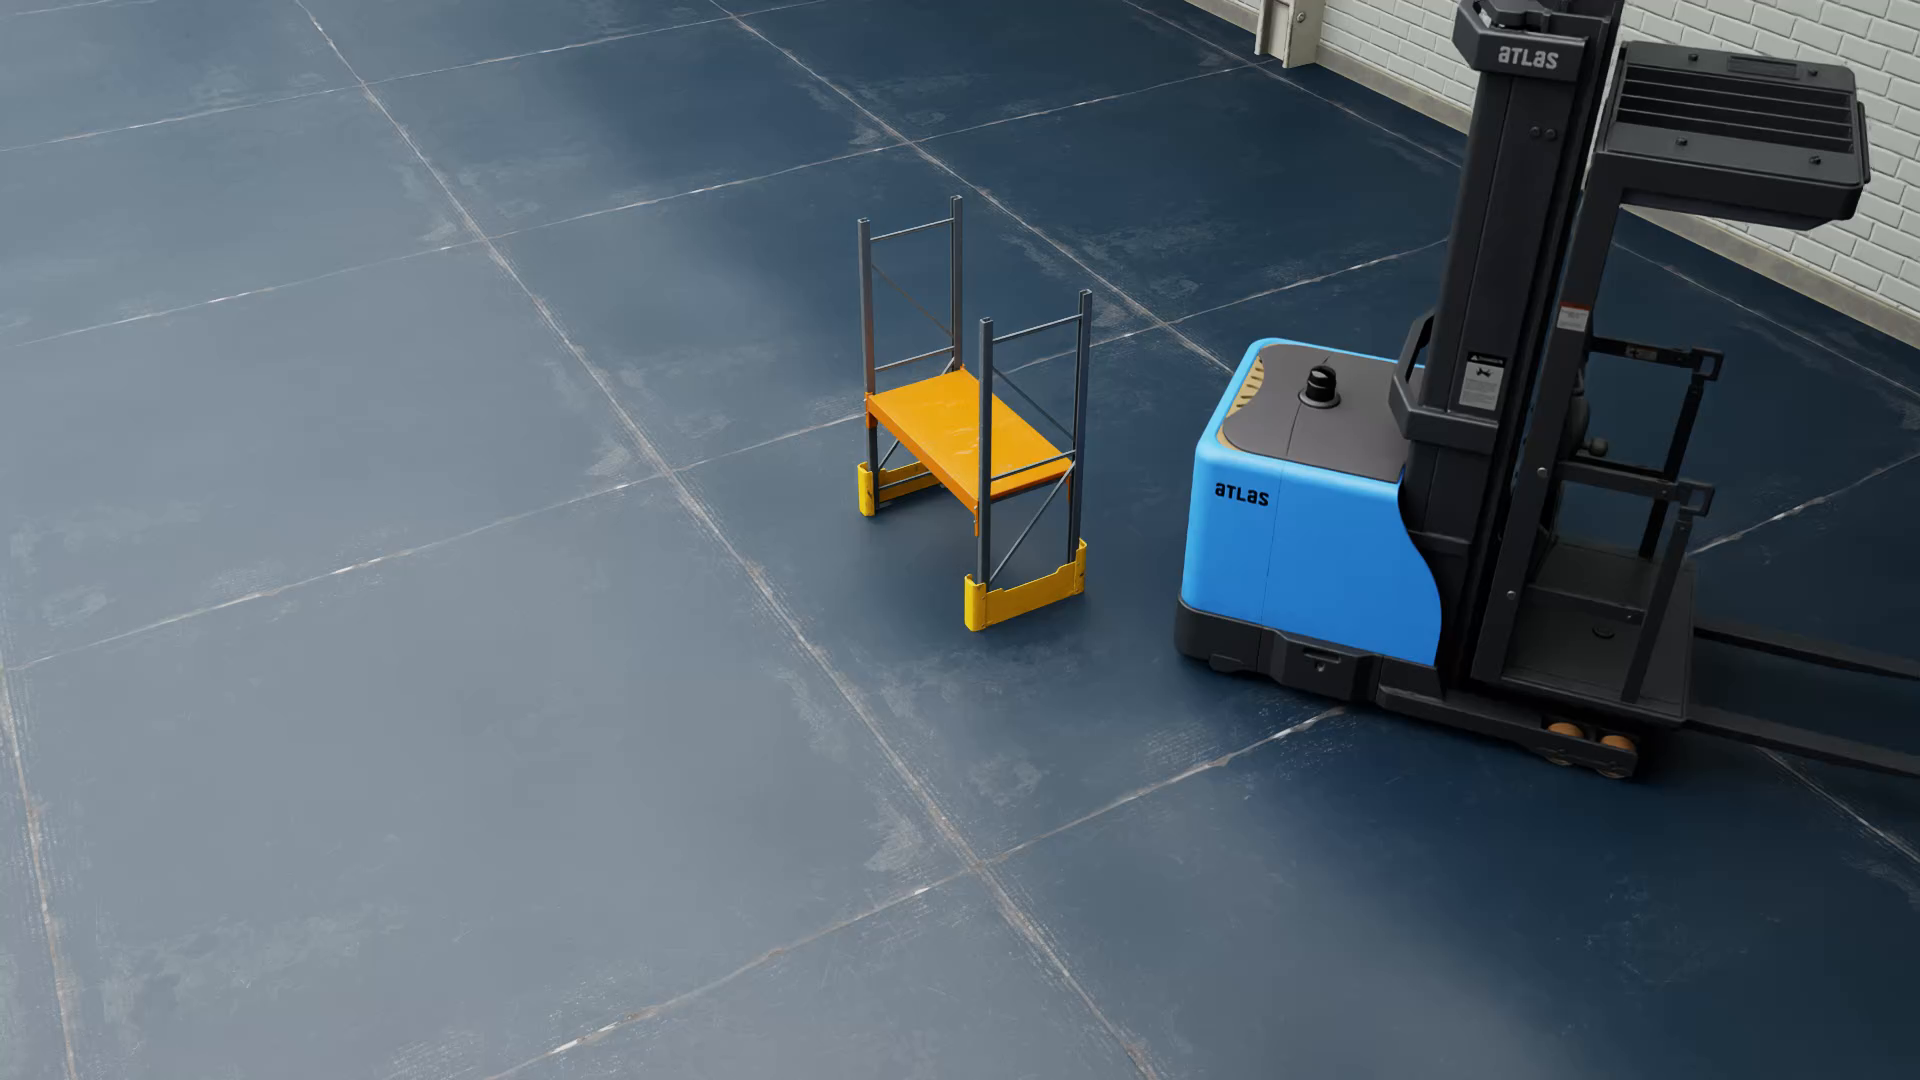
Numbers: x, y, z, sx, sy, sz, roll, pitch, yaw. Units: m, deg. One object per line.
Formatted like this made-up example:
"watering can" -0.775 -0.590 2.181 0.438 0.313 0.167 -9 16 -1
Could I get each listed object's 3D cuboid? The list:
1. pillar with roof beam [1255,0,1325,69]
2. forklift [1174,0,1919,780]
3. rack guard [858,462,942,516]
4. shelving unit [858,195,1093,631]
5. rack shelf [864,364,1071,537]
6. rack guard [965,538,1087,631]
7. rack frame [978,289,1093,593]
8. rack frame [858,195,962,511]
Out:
"pillar with roof beam" -1.201 -6.095 8.466 9.100 9.000 0.400 -19 40 -24
"forklift" 2.473 -0.613 6.105 3.031 2.935 1.130 13 38 18
"rack guard" -0.212 -0.316 7.971 0.587 0.250 0.087 -19 40 -24
"shelving unit" 0.038 -0.567 7.254 0.587 1.500 1.083 -19 40 -24
"rack shelf" 0.043 -0.417 7.354 0.538 0.185 1.000 -19 40 -24
"rack guard" 0.288 0.192 7.275 0.587 0.250 0.087 -19 40 -24
"rack frame" 0.298 -0.303 6.893 0.500 1.500 0.032 -19 40 -24
"rack frame" -0.213 -0.821 7.603 0.500 1.500 0.032 -19 40 -24
